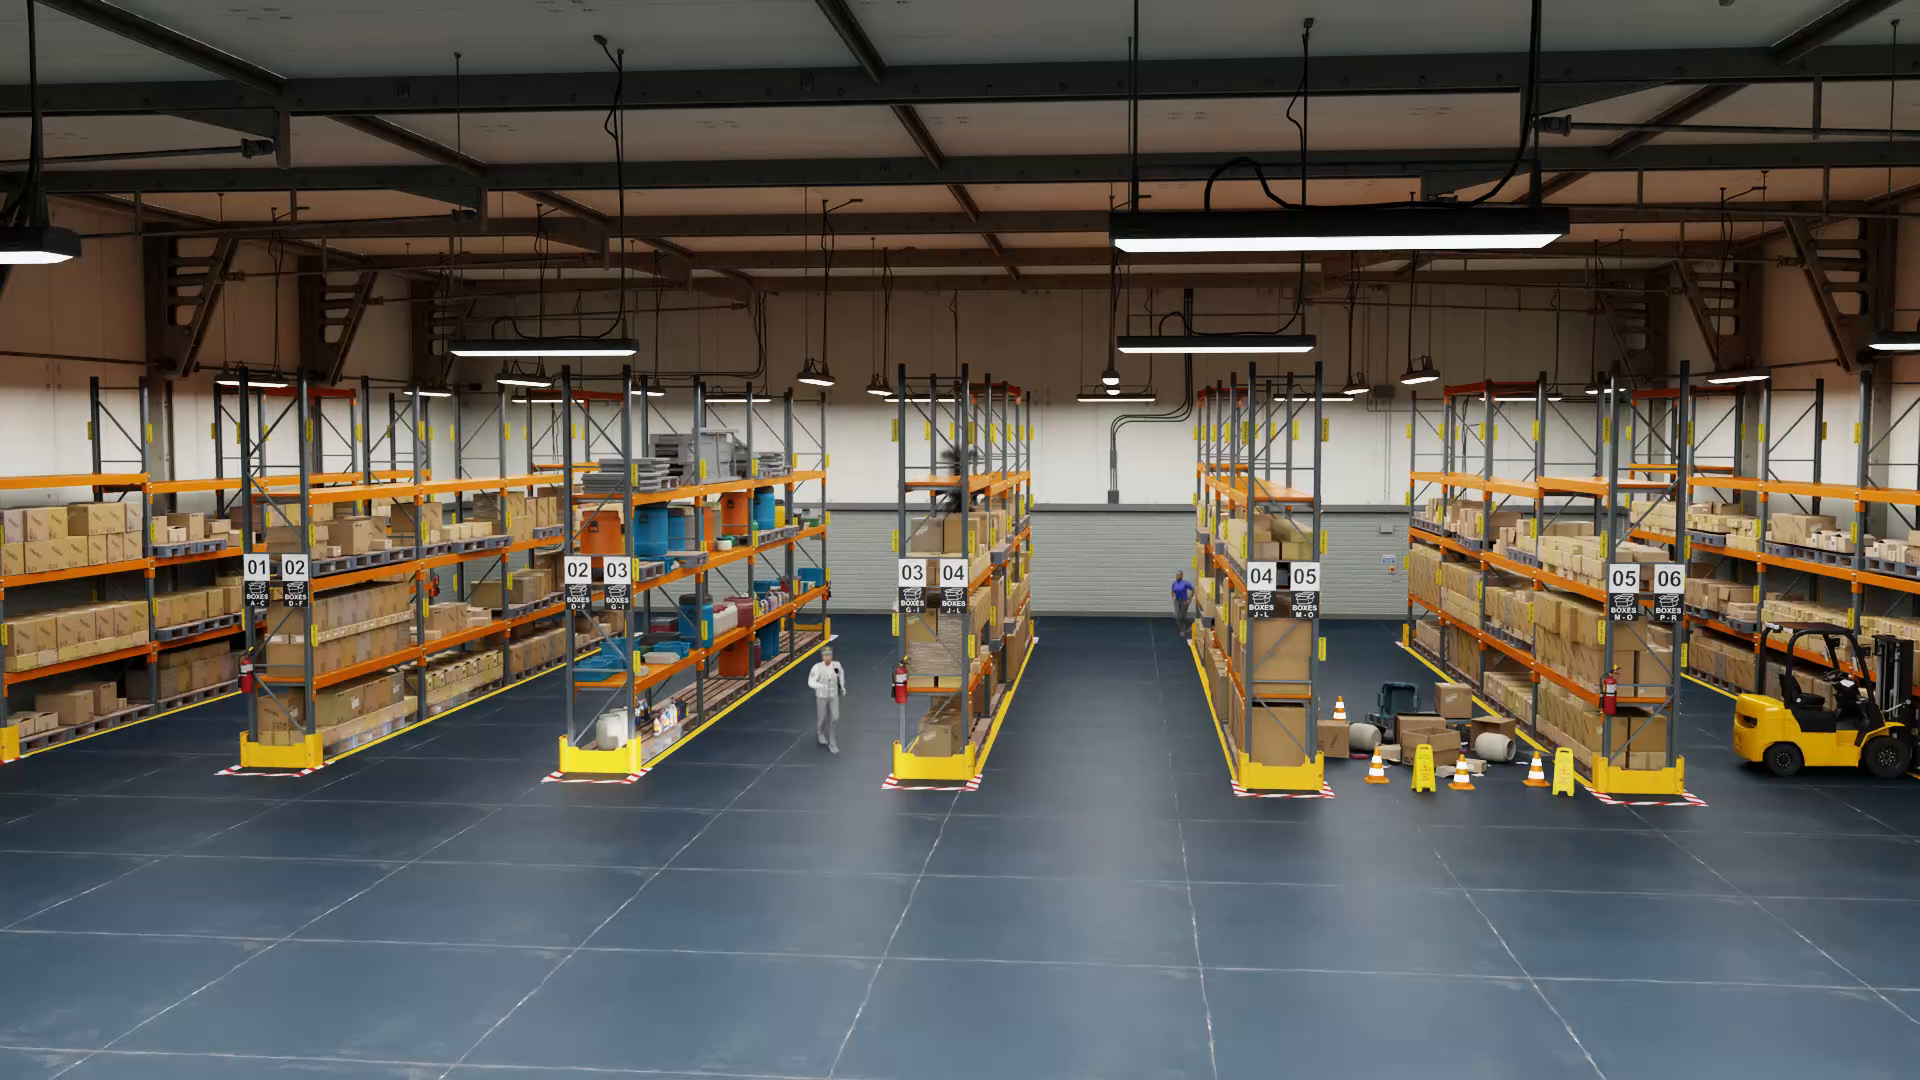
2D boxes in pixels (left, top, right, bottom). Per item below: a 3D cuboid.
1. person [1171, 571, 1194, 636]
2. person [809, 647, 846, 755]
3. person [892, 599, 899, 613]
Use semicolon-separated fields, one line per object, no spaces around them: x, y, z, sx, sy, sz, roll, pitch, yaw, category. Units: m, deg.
5.487;1.562;41.096;0.591;1.615;0.567;2;4;33;person
-2.104;2.486;26.250;0.611;1.677;0.950;-1;4;-14;person
-1.105;1.838;35.580;0.666;1.823;0.852;1;4;12;person
